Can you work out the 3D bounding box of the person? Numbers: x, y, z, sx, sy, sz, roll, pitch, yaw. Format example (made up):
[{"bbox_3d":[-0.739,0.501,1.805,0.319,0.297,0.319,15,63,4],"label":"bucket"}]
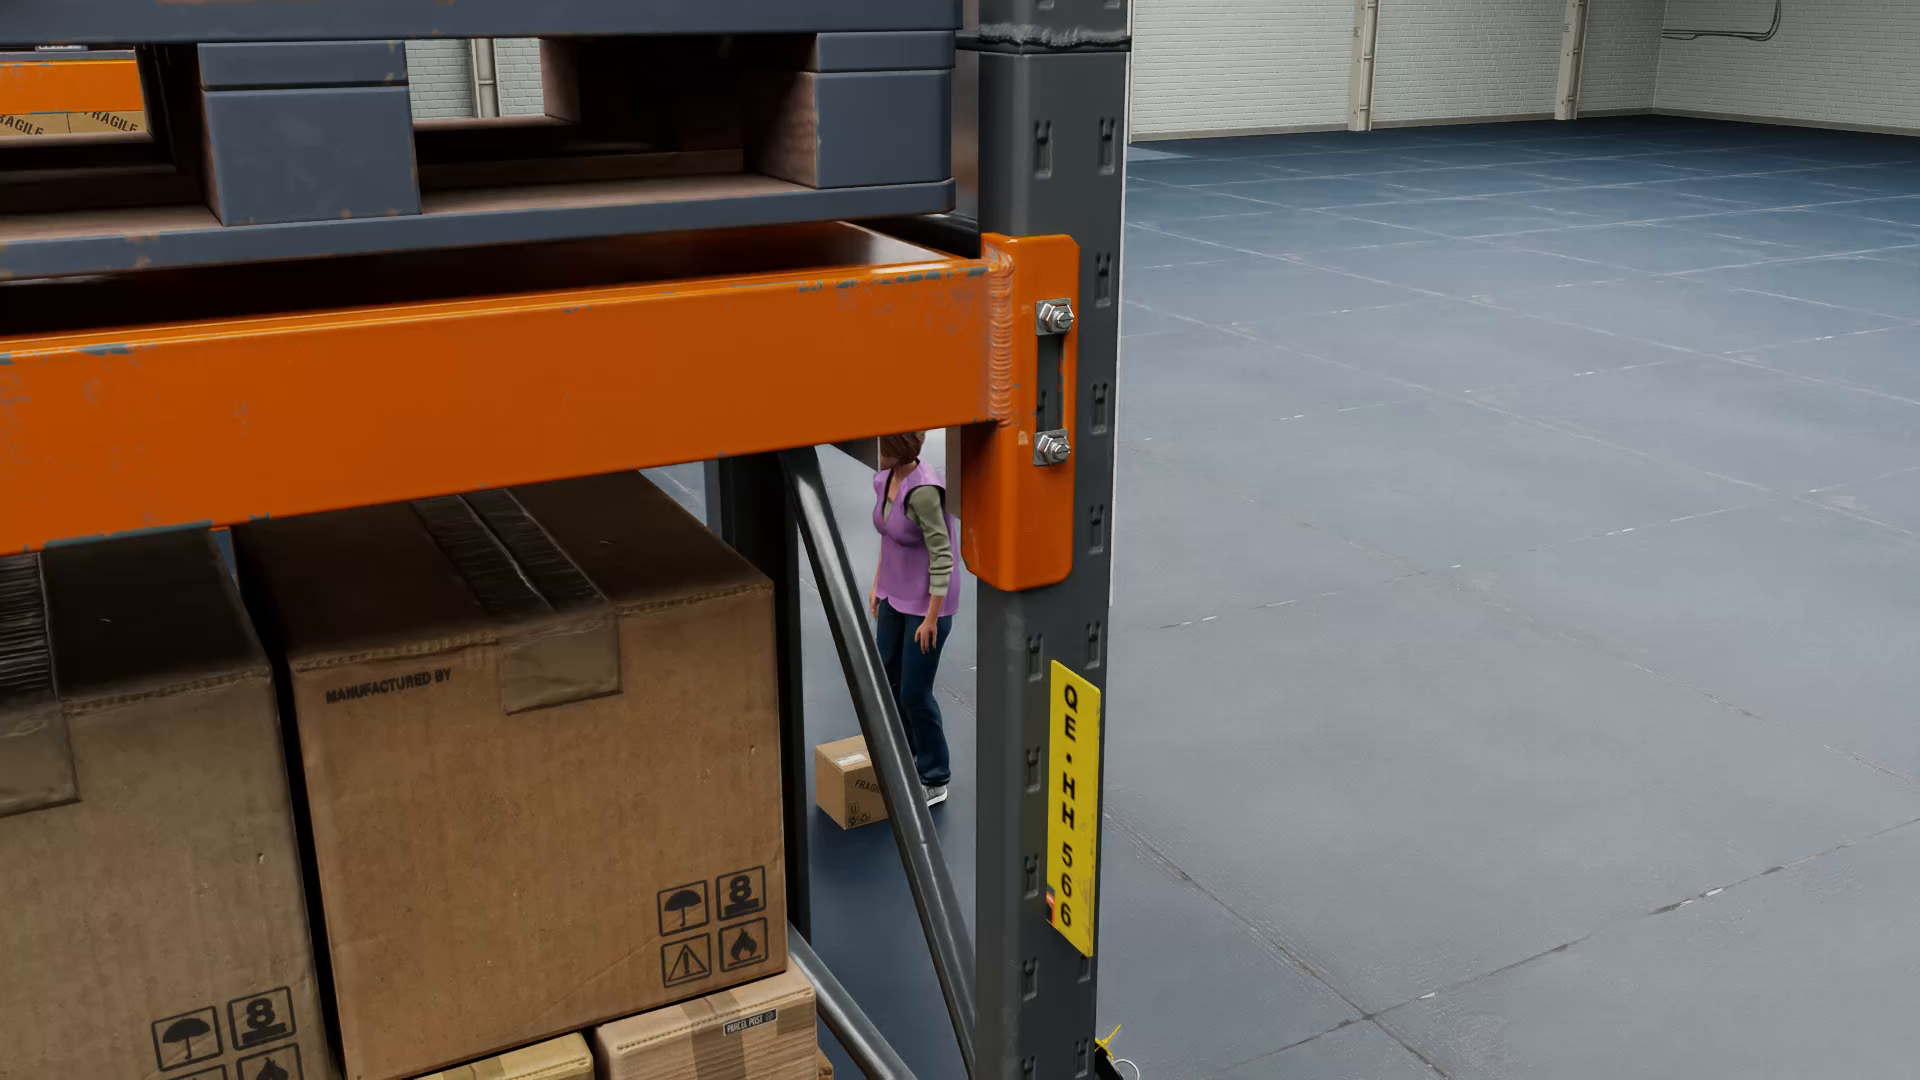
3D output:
[{"bbox_3d":[-0.191,0.257,6.322,0.349,1.593,0.474,-10,21,-28],"label":"person"}]
